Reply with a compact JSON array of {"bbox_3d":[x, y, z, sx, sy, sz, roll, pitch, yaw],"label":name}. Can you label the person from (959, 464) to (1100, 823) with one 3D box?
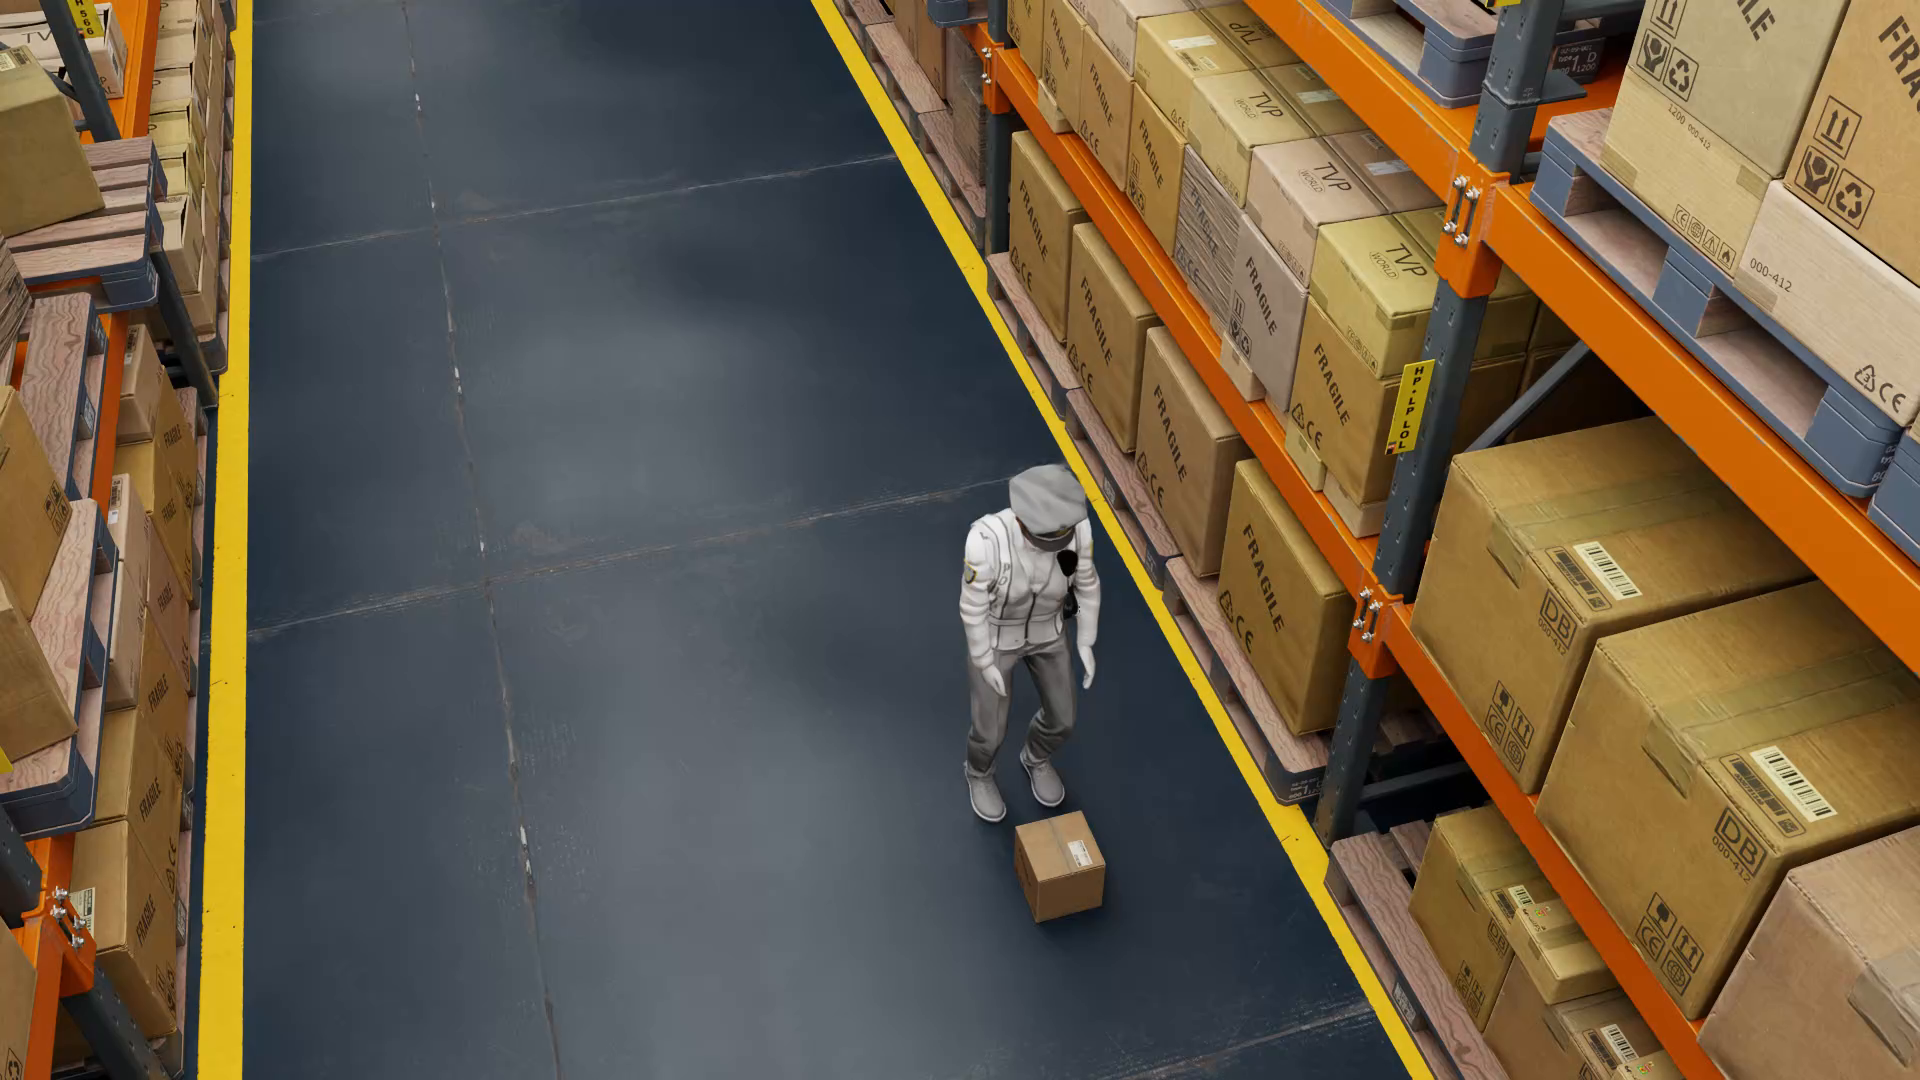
[{"bbox_3d":[0.244,0.362,5.811,0.504,1.616,0.465,-11,44,-12],"label":"person"}]
